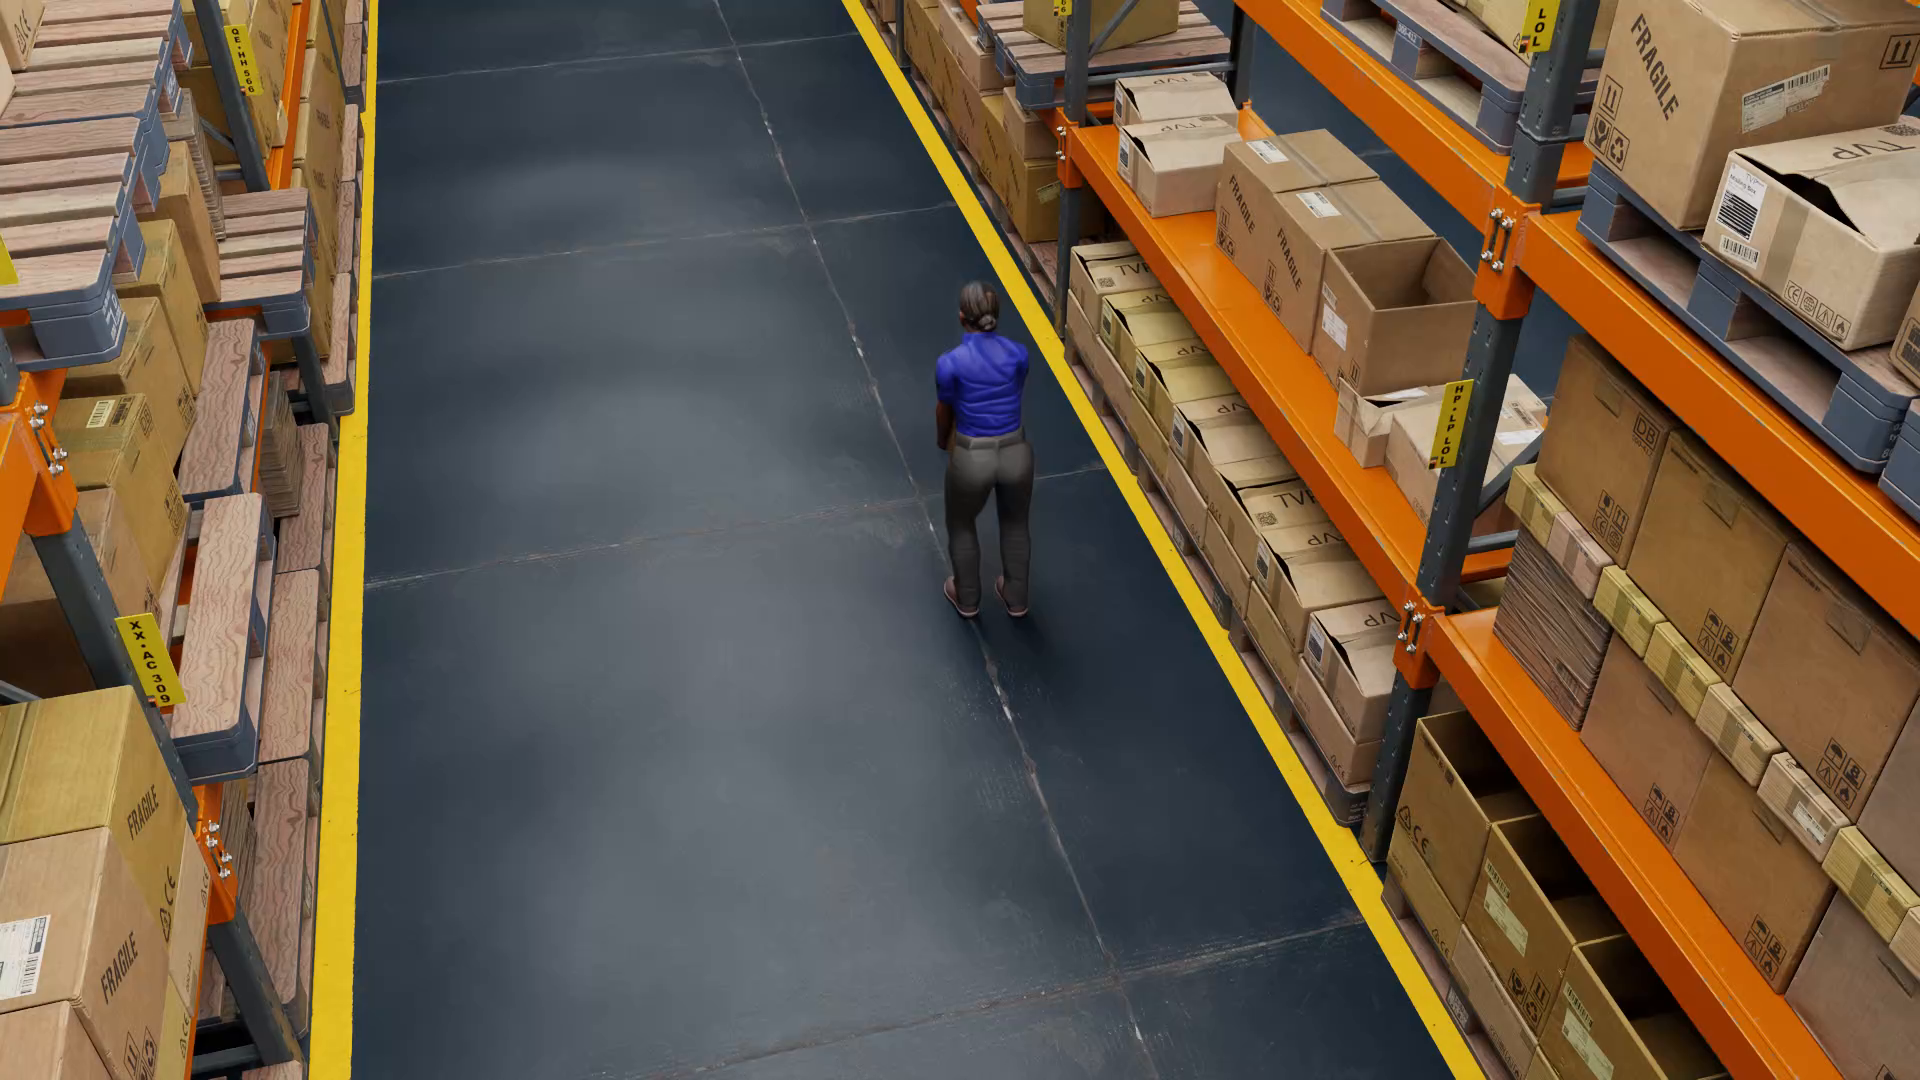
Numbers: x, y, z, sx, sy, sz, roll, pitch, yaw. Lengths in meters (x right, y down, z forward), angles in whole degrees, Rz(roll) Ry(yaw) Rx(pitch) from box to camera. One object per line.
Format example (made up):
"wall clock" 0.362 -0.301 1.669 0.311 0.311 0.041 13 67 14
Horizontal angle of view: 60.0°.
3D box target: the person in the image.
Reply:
"person" 0.092 -0.382 7.224 0.410 1.637 0.533 -10 39 -12
